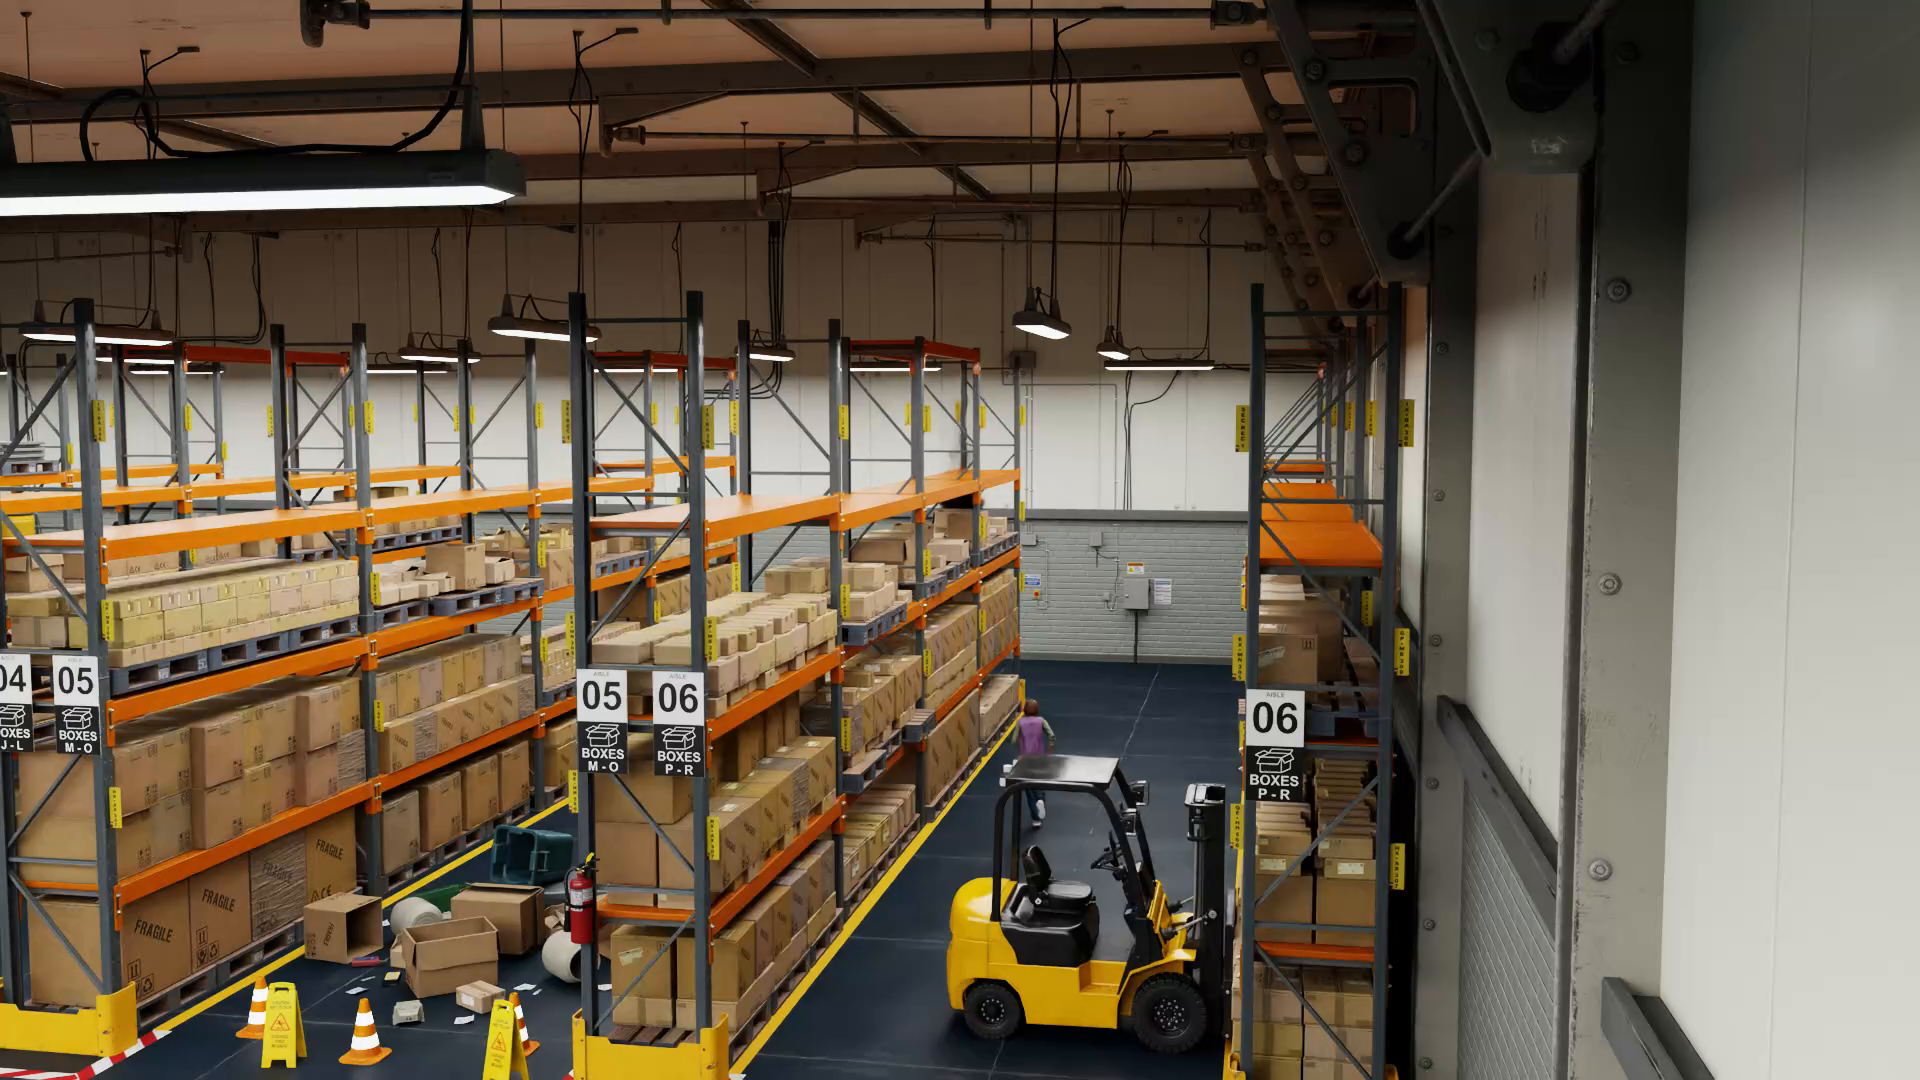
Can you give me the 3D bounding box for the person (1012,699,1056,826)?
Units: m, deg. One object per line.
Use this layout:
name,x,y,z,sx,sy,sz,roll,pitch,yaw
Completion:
person,0.905,2.737,20.551,0.541,1.556,0.546,0,5,-1
